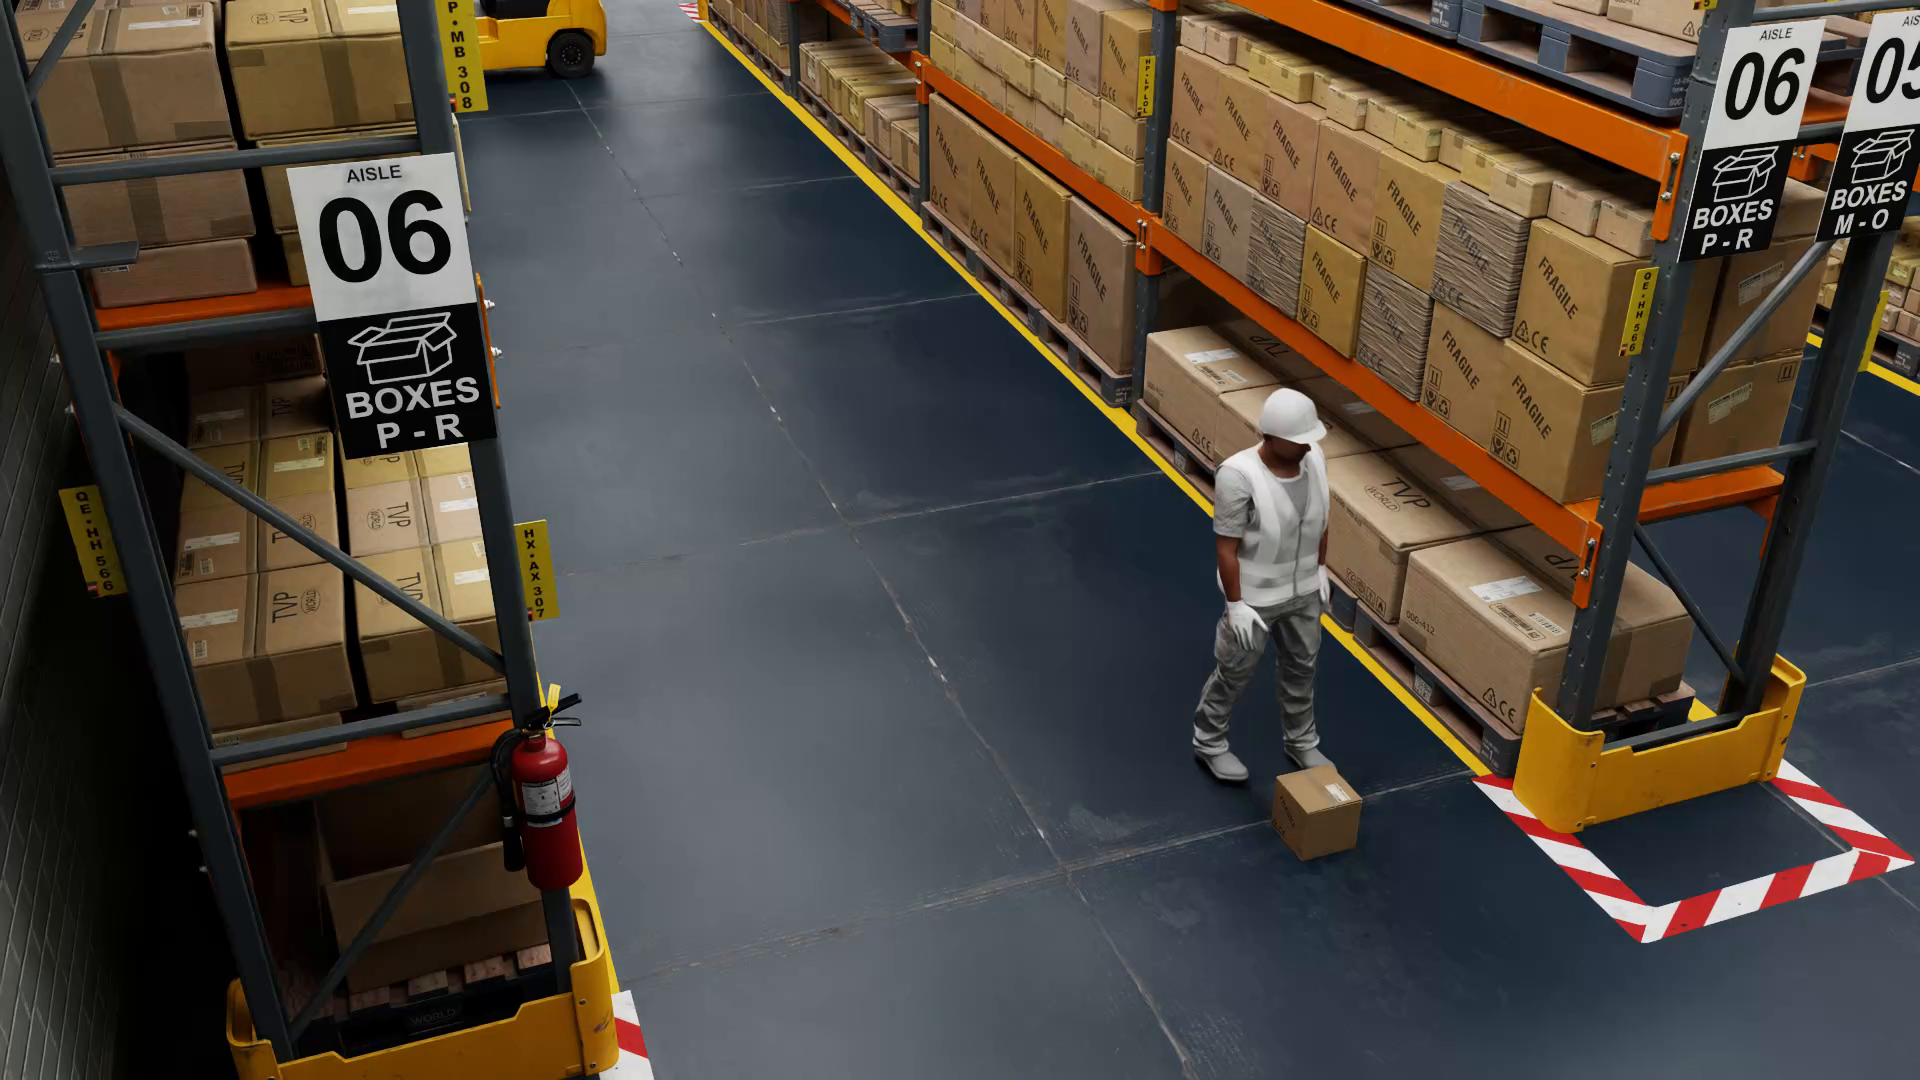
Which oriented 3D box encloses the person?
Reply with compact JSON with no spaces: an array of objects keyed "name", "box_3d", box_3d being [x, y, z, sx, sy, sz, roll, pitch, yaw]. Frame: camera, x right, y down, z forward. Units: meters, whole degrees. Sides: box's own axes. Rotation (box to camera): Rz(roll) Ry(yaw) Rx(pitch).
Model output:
[{"name":"person","box_3d":[1.285,0.219,6.714,0.581,1.796,0.487,-16,33,-26]}]
